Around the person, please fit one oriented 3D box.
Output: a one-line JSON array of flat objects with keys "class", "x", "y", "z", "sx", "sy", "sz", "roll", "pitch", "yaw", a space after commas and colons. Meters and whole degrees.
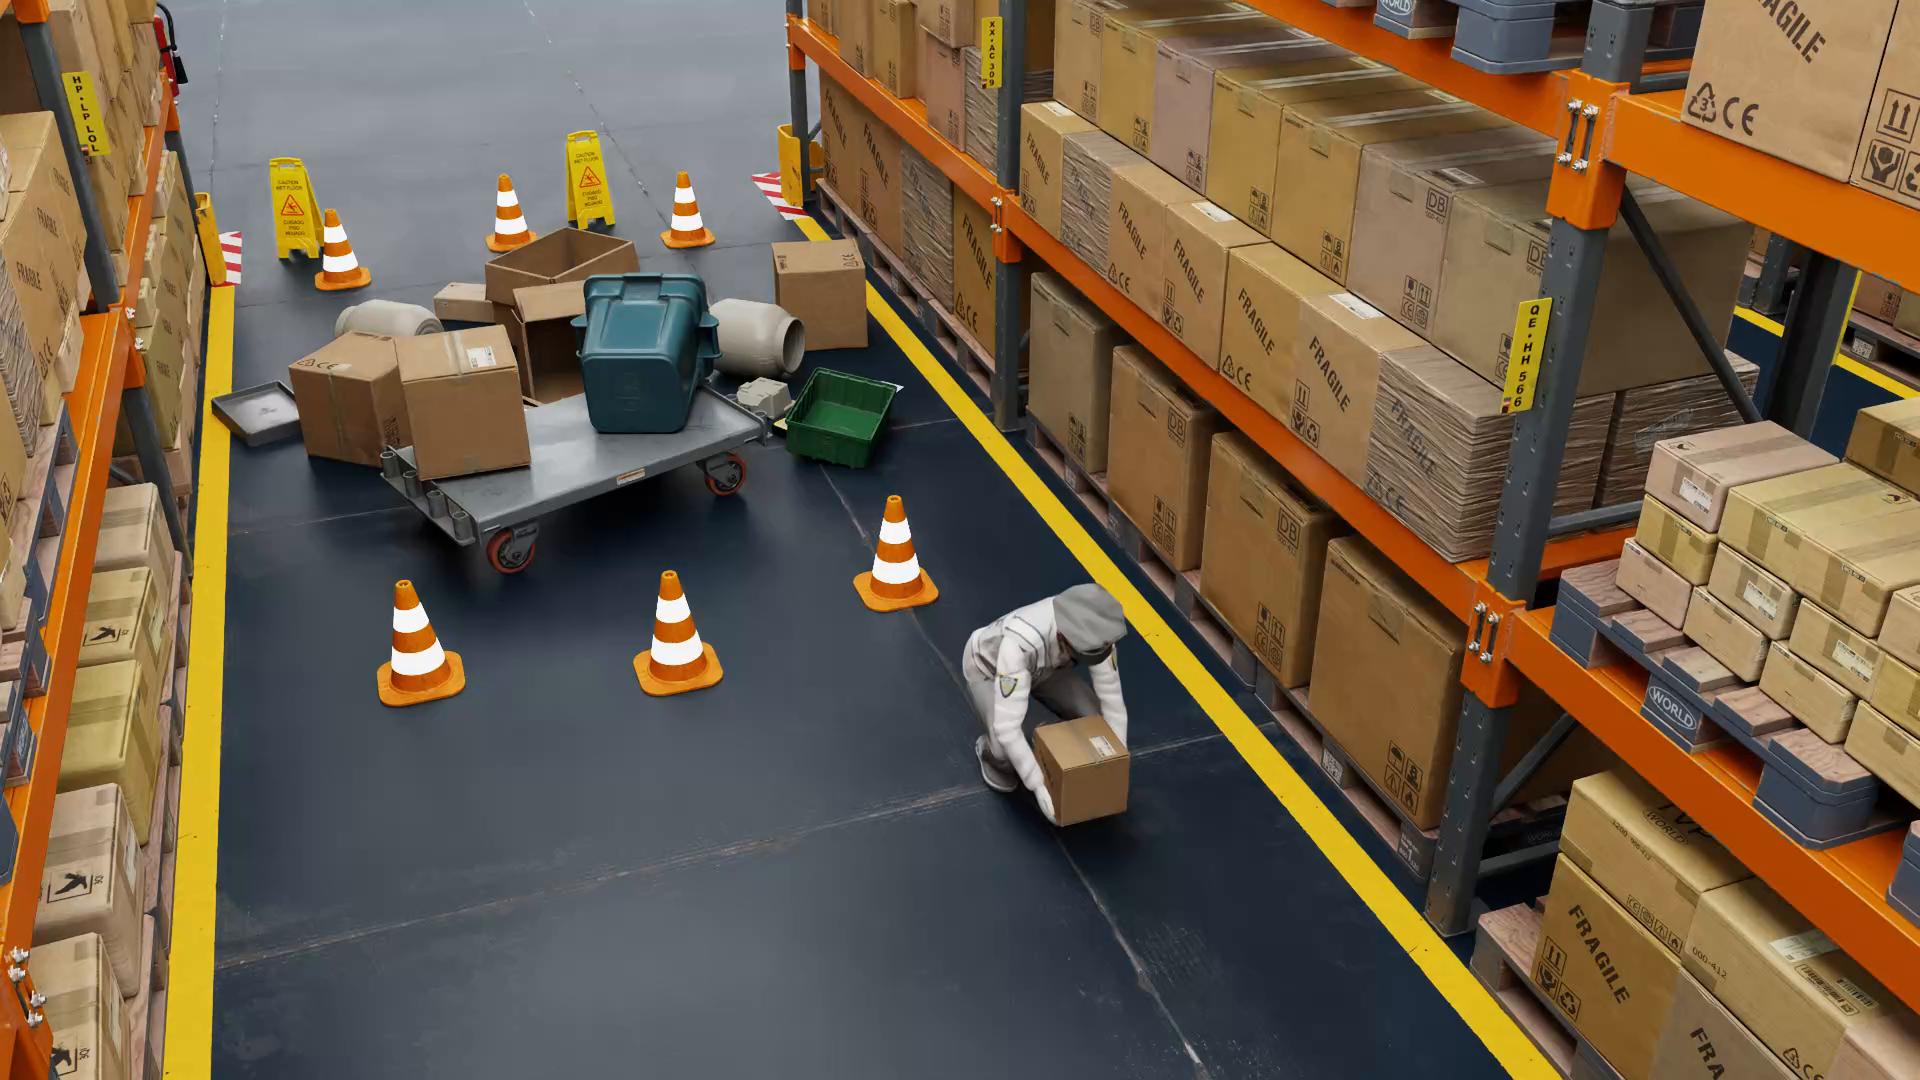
[{"class": "person", "x": 0.308, "y": 0.503, "z": 5.955, "sx": 0.459, "sy": 0.981, "sz": 0.852, "roll": -12, "pitch": 32, "yaw": -19}]
